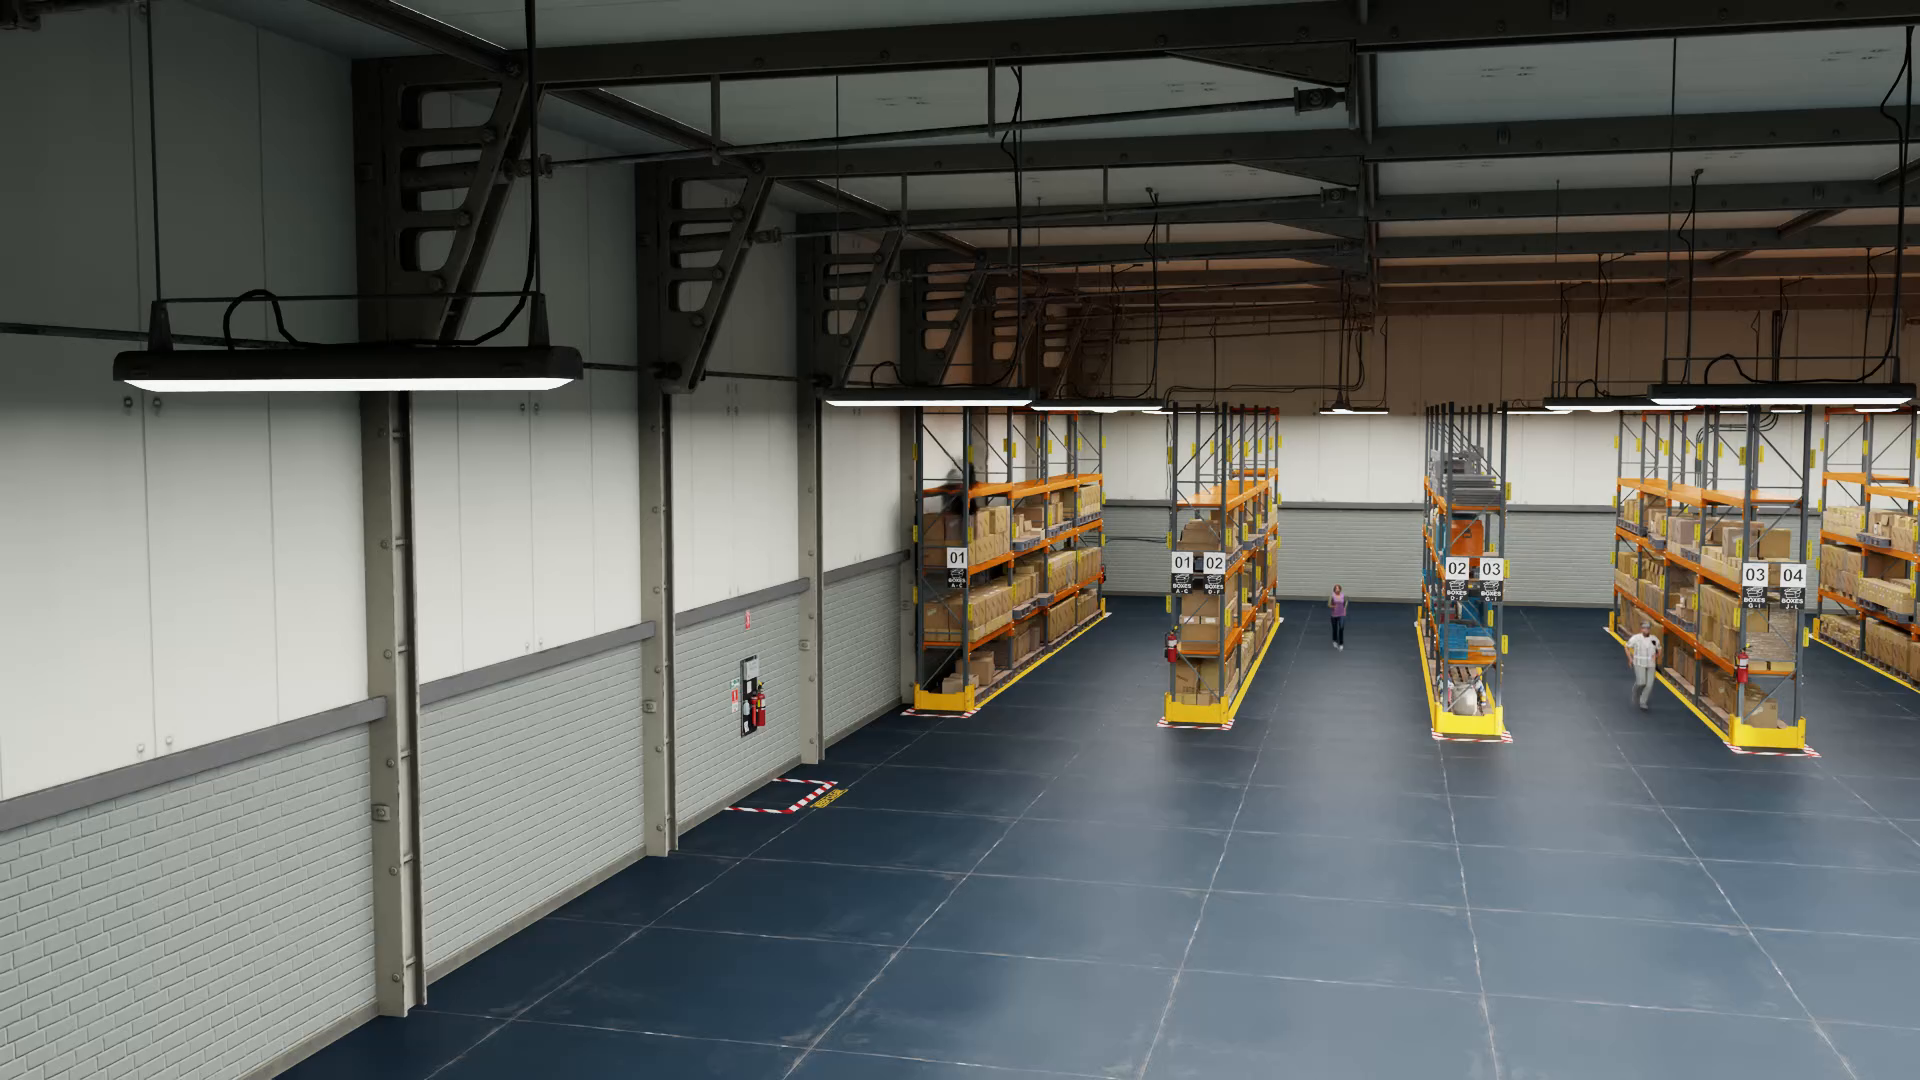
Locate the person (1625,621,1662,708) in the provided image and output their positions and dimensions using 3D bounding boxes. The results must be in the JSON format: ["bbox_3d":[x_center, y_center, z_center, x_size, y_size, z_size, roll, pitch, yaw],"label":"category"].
[{"bbox_3d":[13.424,2.440,32.571,0.652,1.732,0.592,0,4,6],"label":"person"}]

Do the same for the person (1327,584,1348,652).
[{"bbox_3d":[9.278,1.951,40.896,0.522,1.547,0.751,1,4,7],"label":"person"}]
